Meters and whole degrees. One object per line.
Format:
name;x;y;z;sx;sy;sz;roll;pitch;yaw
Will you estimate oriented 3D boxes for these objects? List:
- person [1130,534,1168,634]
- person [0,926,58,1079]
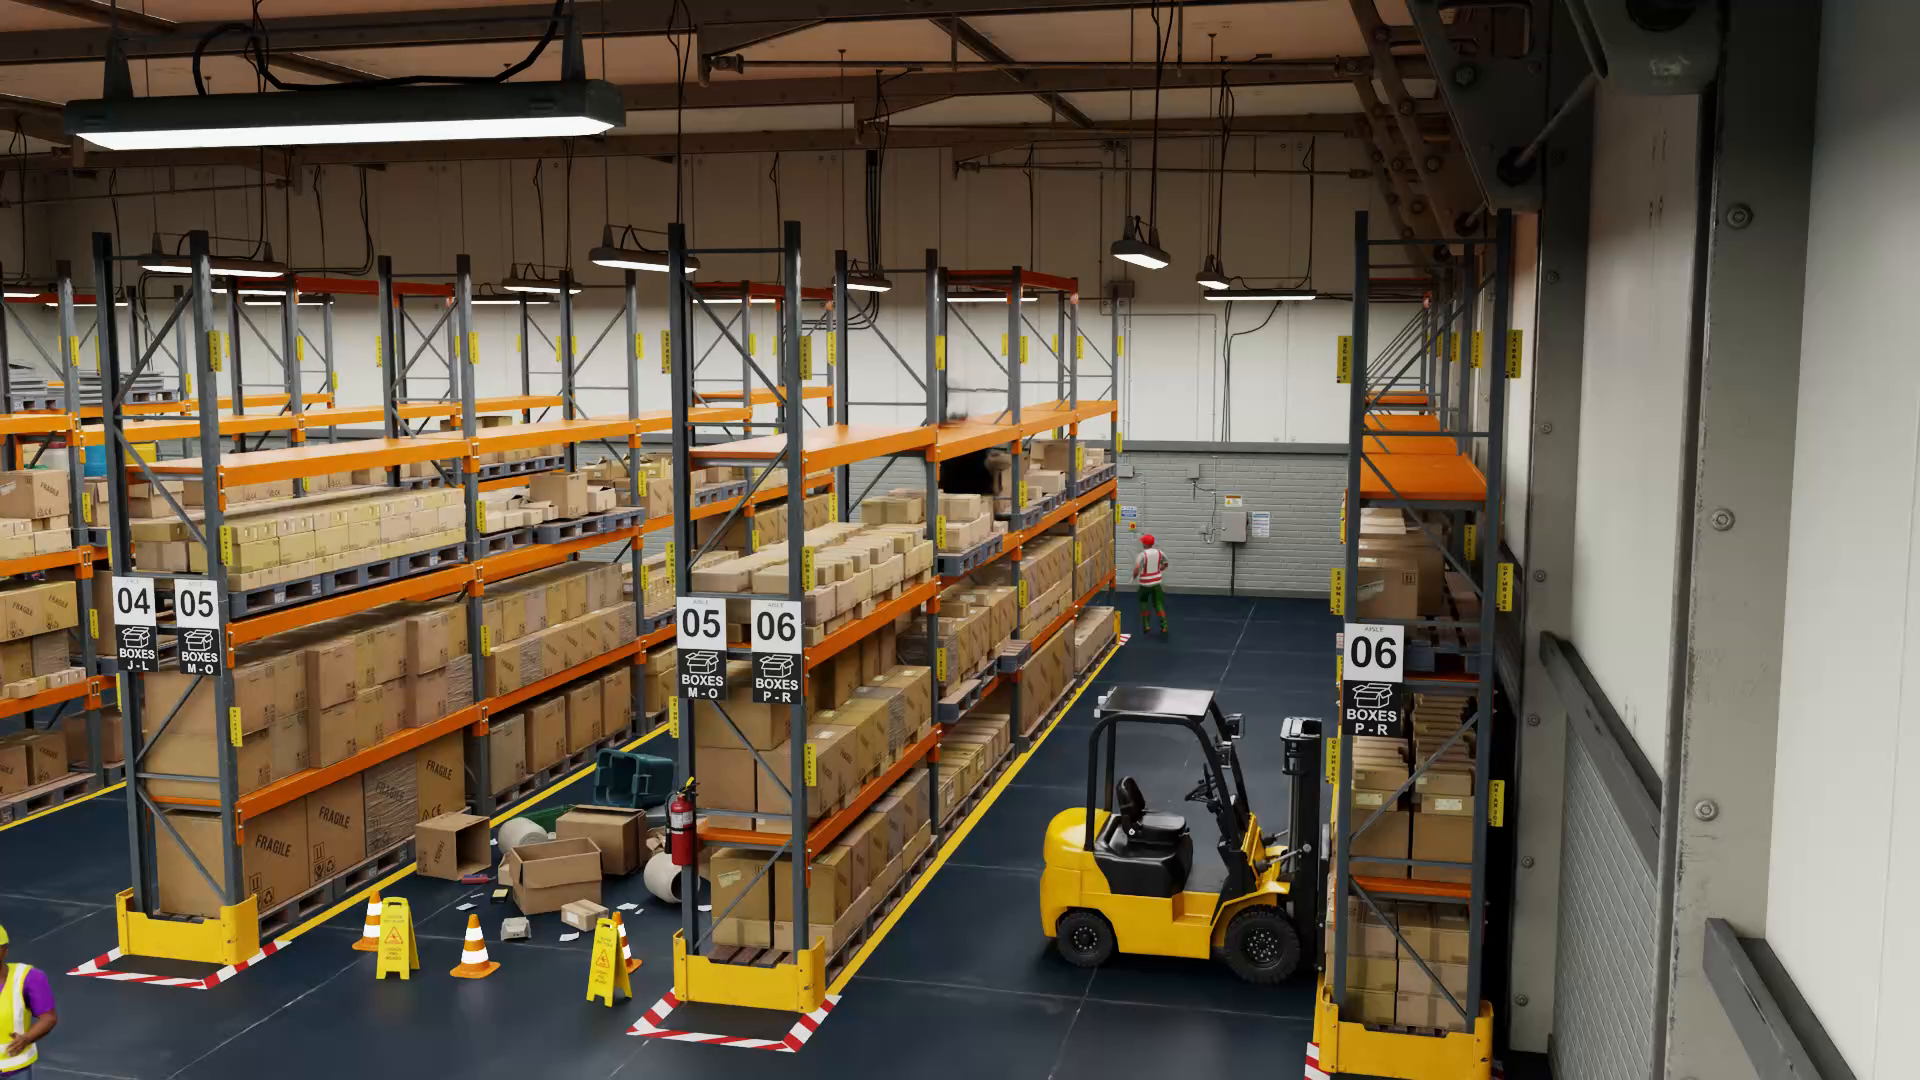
person;3.257;0.778;28.786;0.721;1.805;0.796;-2;7;-15
person;-5.662;3.111;9.750;0.684;1.740;0.667;-4;8;-31
